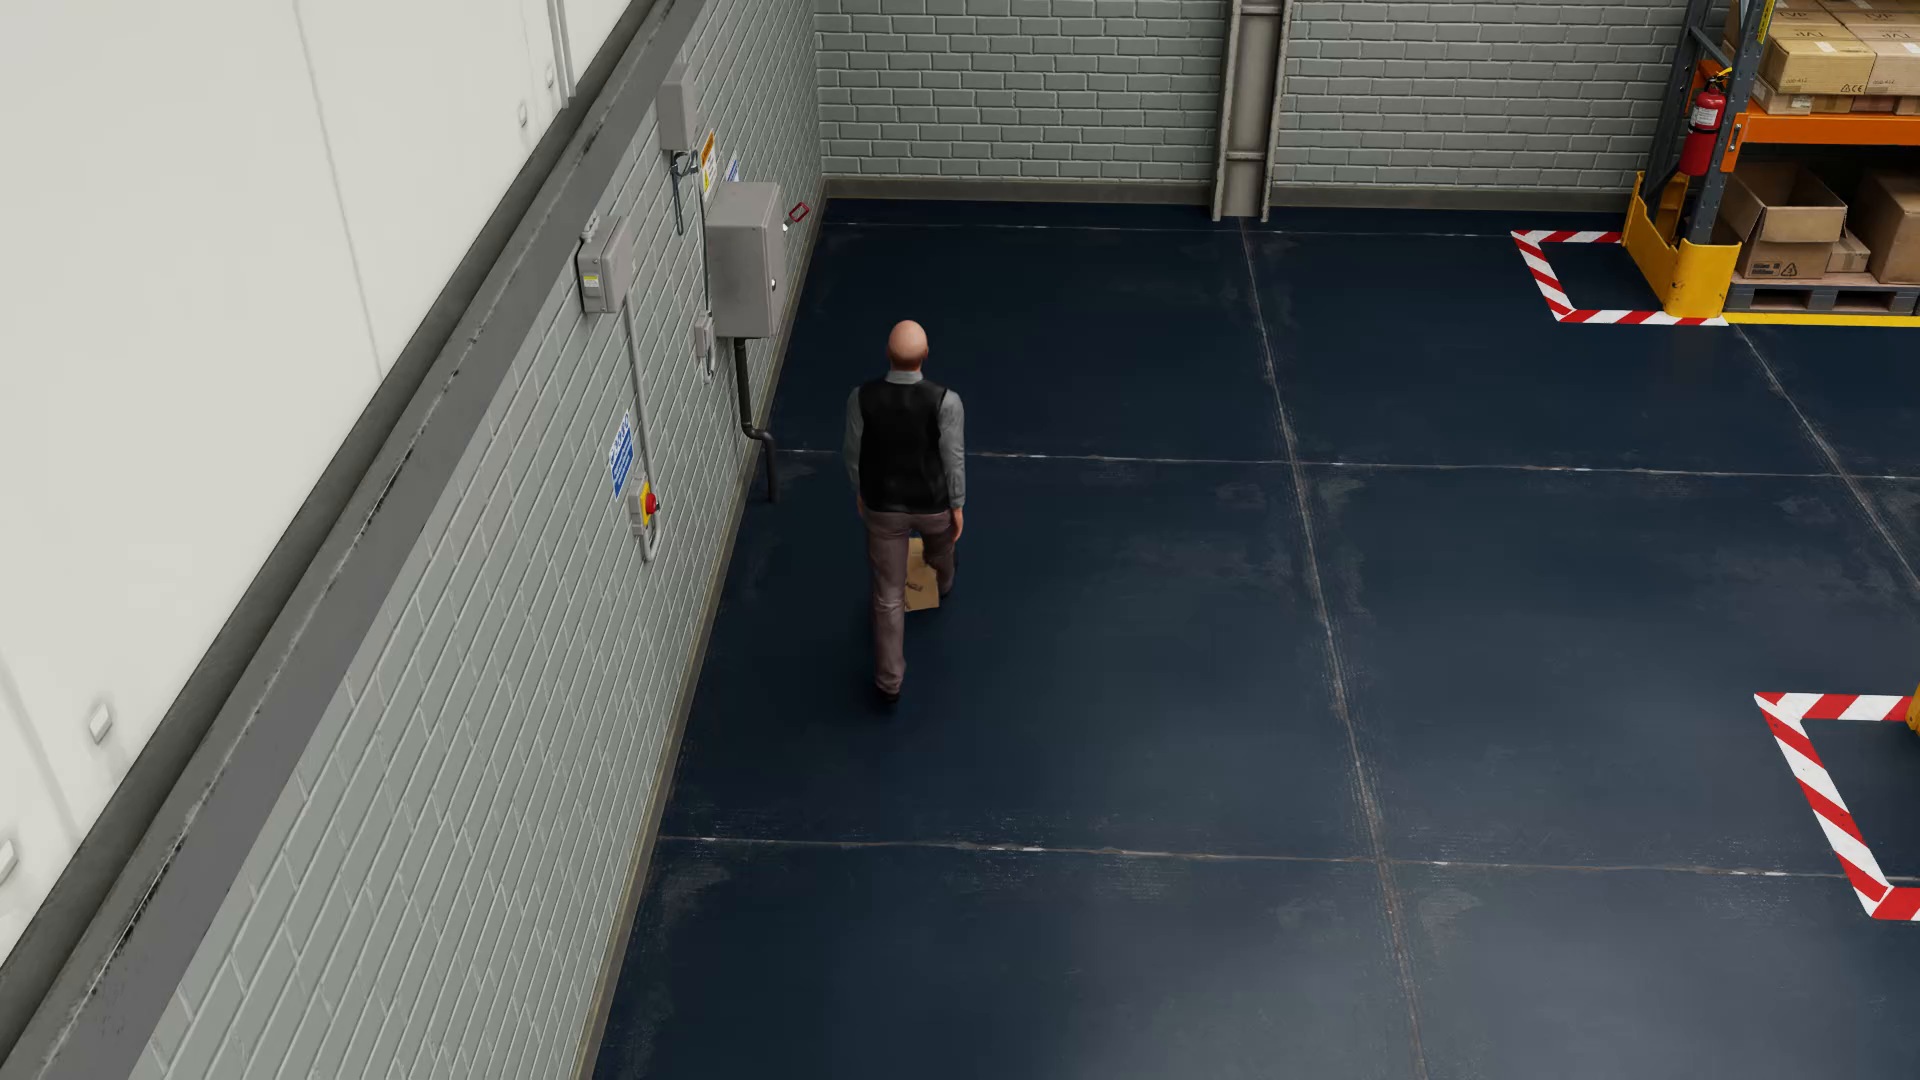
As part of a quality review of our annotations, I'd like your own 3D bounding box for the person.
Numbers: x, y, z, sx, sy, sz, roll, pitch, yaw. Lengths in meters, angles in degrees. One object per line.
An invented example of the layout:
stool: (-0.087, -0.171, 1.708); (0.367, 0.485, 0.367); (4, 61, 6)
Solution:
person: (-0.245, -0.208, 7.461); (0.544, 1.651, 1.119); (1, 35, 1)
